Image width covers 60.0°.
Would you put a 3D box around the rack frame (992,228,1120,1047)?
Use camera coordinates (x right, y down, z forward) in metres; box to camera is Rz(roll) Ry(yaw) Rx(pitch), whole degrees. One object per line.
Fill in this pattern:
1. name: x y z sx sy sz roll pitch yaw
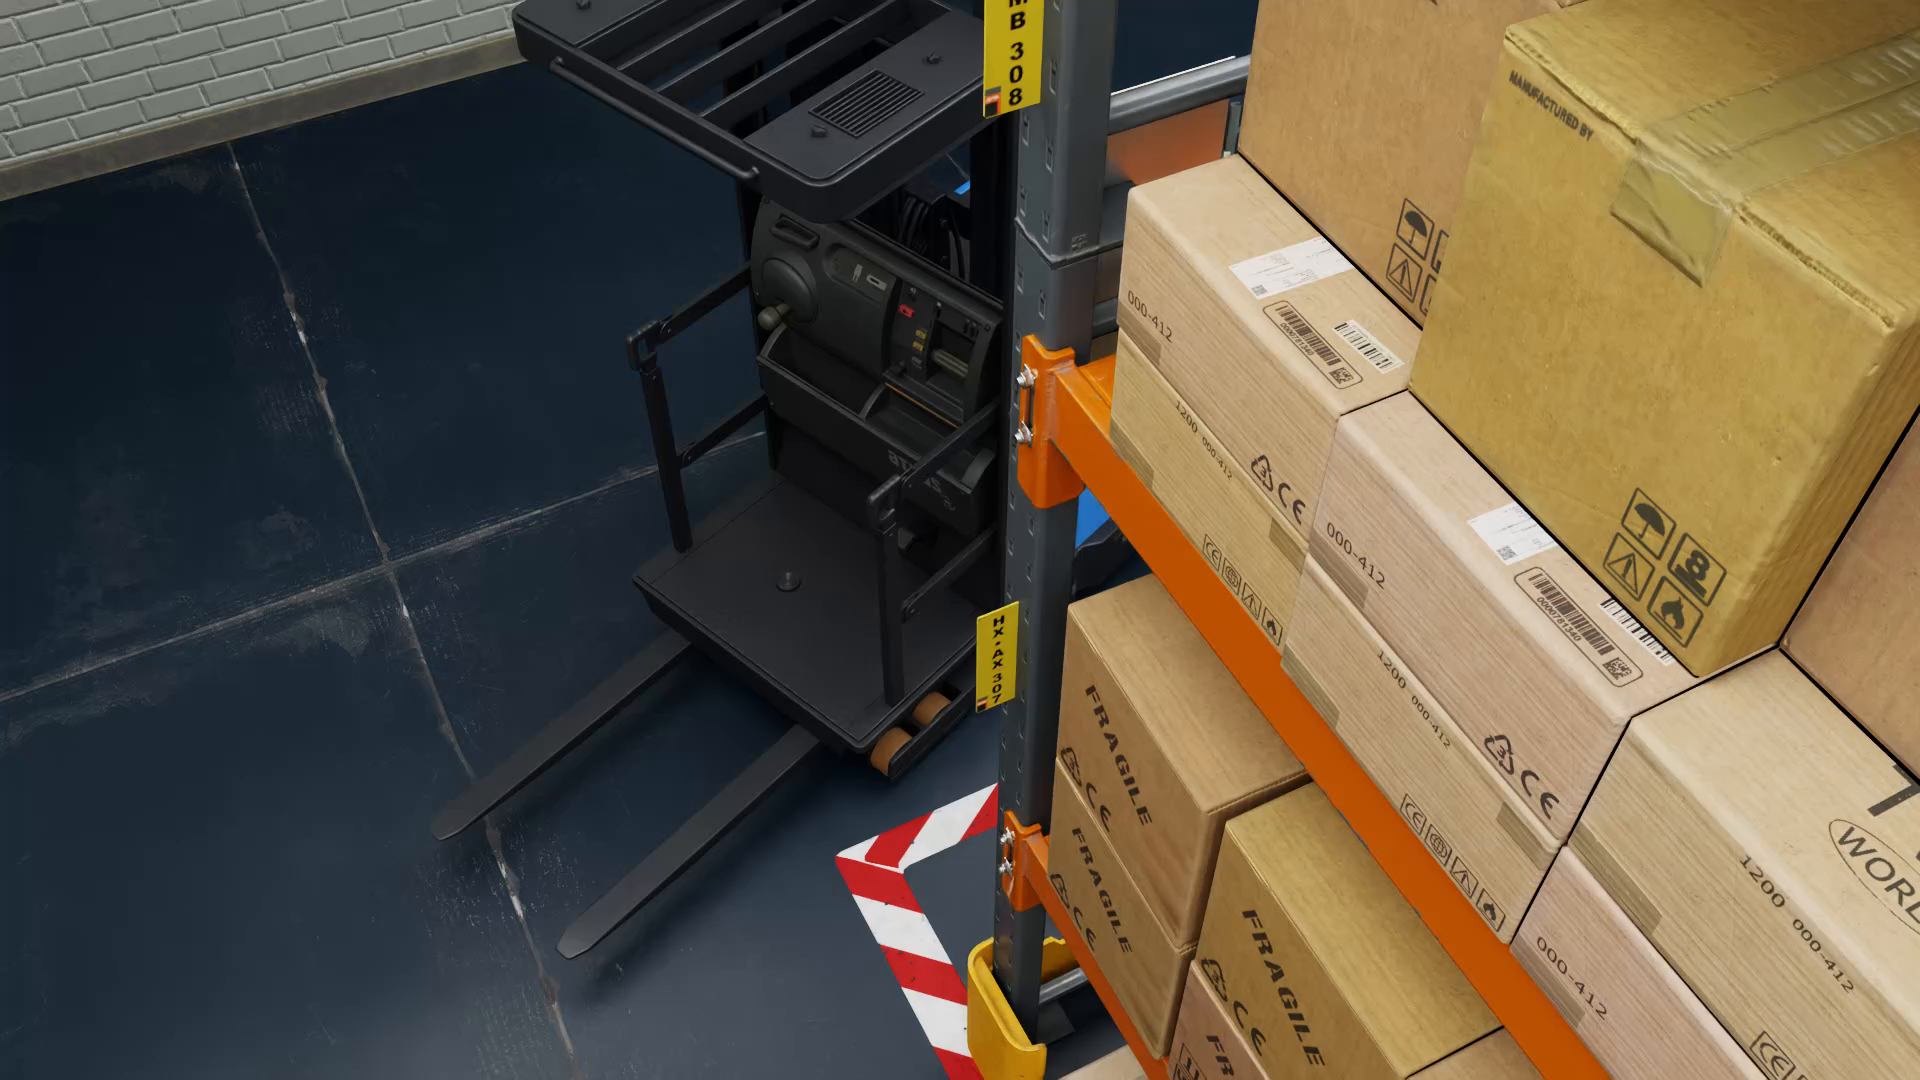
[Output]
1. rack frame: 0.562 0.345 3.956 1.000 3.000 0.127 -21 52 -18

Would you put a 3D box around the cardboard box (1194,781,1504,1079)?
1. cardboard box: 0.776 0.718 2.899 0.500 0.500 0.500 -21 52 -17

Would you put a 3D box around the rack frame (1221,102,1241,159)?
1. rack frame: 1.087 -0.979 6.108 0.400 1.500 0.023 -9 49 -8

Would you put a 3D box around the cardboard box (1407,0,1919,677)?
1. cardboard box: 0.965 -0.303 1.799 0.700 0.500 0.500 -21 52 -18

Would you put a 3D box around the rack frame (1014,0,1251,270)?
1. rack frame: 0.562 -1.630 1.697 1.000 3.000 0.127 -21 52 -18

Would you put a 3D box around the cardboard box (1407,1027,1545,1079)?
1. cardboard box: 1.001 1.054 2.604 0.500 0.500 0.500 -21 52 -17

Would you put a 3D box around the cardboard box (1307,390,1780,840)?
1. cardboard box: 0.788 0.013 2.021 0.500 0.250 0.500 -21 52 -18

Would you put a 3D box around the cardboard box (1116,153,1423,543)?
1. cardboard box: 0.566 -0.324 2.316 0.500 0.250 0.500 -21 52 -18

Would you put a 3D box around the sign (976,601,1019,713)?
1. sign: 0.080 0.247 3.466 0.100 0.325 0.005 -21 52 -18

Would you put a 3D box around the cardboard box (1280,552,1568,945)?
1. cardboard box: 0.788 0.177 2.209 0.500 0.250 0.500 -21 52 -18

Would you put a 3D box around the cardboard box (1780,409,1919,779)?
1. cardboard box: 1.289 -0.005 1.538 0.700 0.500 0.500 -21 52 -18

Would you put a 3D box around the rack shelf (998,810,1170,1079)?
1. rack shelf: 1.477 1.920 3.056 1.077 0.370 4.000 -21 52 -18

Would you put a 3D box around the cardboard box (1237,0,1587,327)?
1. cardboard box: 0.812 -0.667 2.117 0.700 0.500 0.500 -21 52 -18

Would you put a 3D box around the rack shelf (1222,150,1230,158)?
1. rack shelf: 1.167 -0.967 5.579 0.431 0.370 0.720 -9 49 -8

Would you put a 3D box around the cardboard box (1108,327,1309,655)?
1. cardboard box: 0.571 -0.162 2.506 0.500 0.250 0.500 -21 52 -18

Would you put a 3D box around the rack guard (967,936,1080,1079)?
1. rack guard: 0.597 1.219 4.852 1.175 0.500 0.348 -21 52 -18

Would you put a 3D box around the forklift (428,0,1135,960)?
1. forklift: -0.409 -0.611 4.837 1.130 2.935 3.031 33 57 26

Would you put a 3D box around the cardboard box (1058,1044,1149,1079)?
1. cardboard box: 0.448 1.537 4.514 0.380 0.149 0.250 -21 52 -18

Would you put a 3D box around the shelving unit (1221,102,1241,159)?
1. shelving unit: 1.164 -0.710 5.872 0.431 1.500 0.755 -9 49 -8

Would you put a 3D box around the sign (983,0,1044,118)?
1. sign: 0.080 -0.743 2.334 0.100 0.325 0.005 -21 52 -18

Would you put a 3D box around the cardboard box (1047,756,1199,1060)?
1. cardboard box: 0.531 0.700 3.579 0.500 0.500 0.500 -20 52 -17

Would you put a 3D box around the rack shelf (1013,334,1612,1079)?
1. rack shelf: 1.477 0.933 1.927 1.077 0.370 4.000 -21 52 -18

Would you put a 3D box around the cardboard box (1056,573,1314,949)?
1. cardboard box: 0.531 0.371 3.202 0.500 0.500 0.500 -20 52 -16

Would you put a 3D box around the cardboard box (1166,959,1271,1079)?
1. cardboard box: 0.771 1.043 3.278 0.500 0.500 0.500 -22 52 -18

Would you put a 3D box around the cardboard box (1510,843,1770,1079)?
1. cardboard box: 1.019 0.511 1.917 0.500 0.250 0.500 -21 52 -18

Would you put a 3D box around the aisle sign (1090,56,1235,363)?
1. aisle sign: 0.270 -0.456 2.929 0.394 0.787 0.004 -21 52 -18

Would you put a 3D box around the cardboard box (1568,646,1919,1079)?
1. cardboard box: 1.023 0.345 1.730 0.500 0.250 0.500 -21 52 -18
